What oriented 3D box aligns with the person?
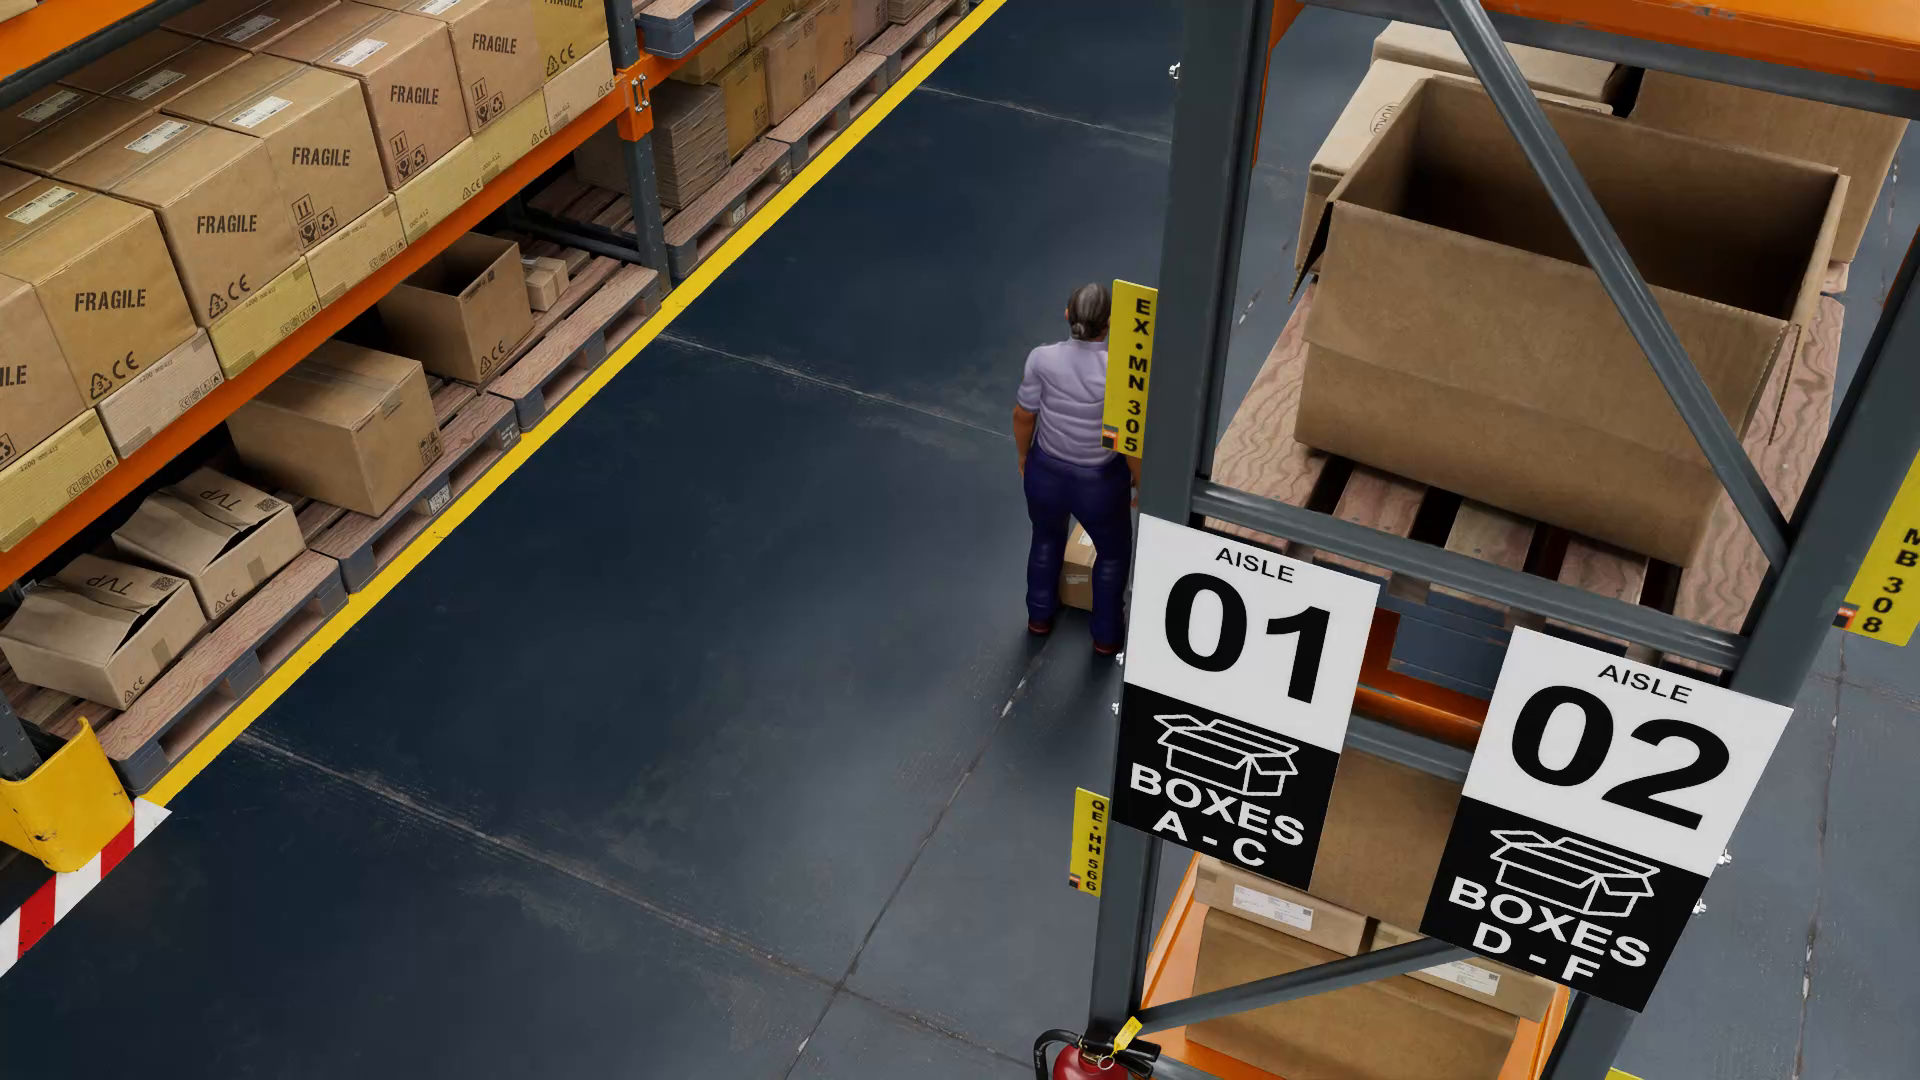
[{"bbox_3d":[0.472,-0.243,6.443,0.556,1.639,0.367,17,45,18],"label":"person"}]
